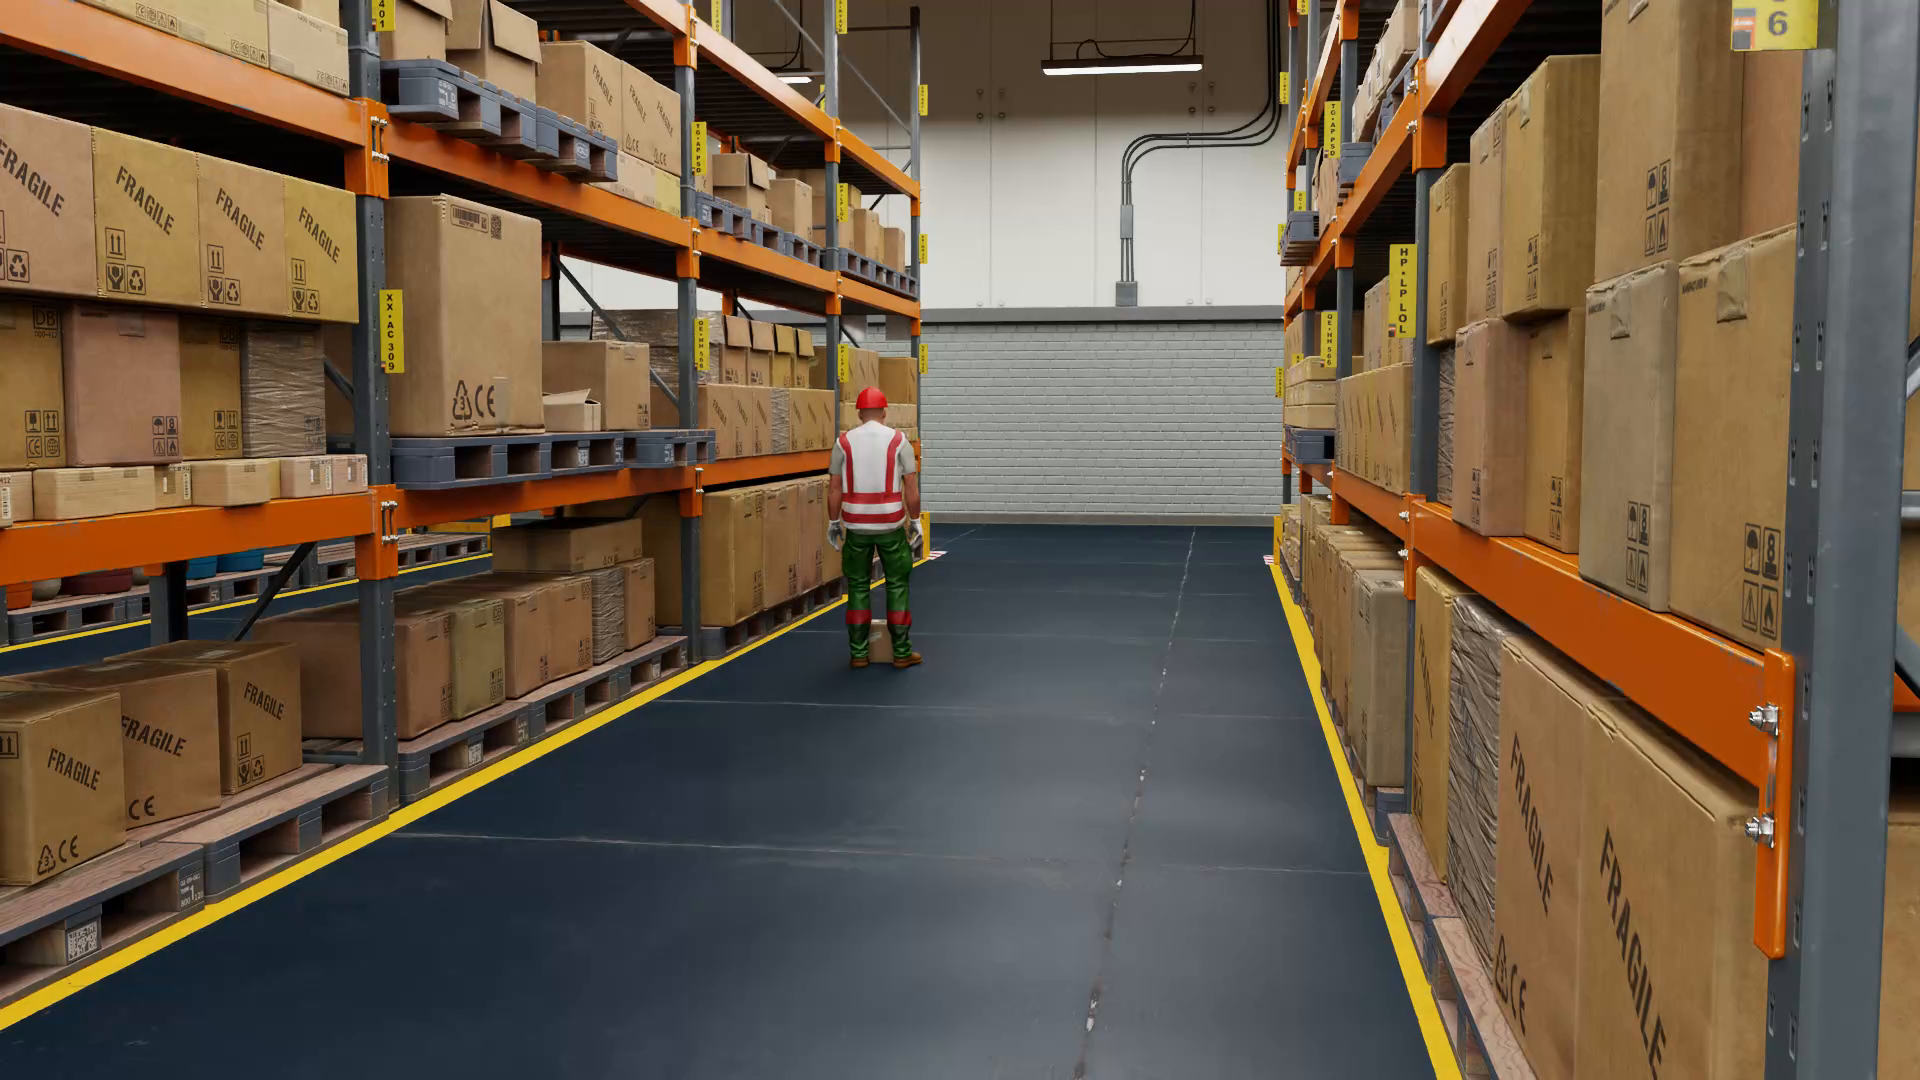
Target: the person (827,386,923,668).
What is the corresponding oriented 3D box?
[{"bbox_3d":[-0.543,-0.085,10.579,0.619,1.779,0.450,0,4,5],"label":"person"}]
